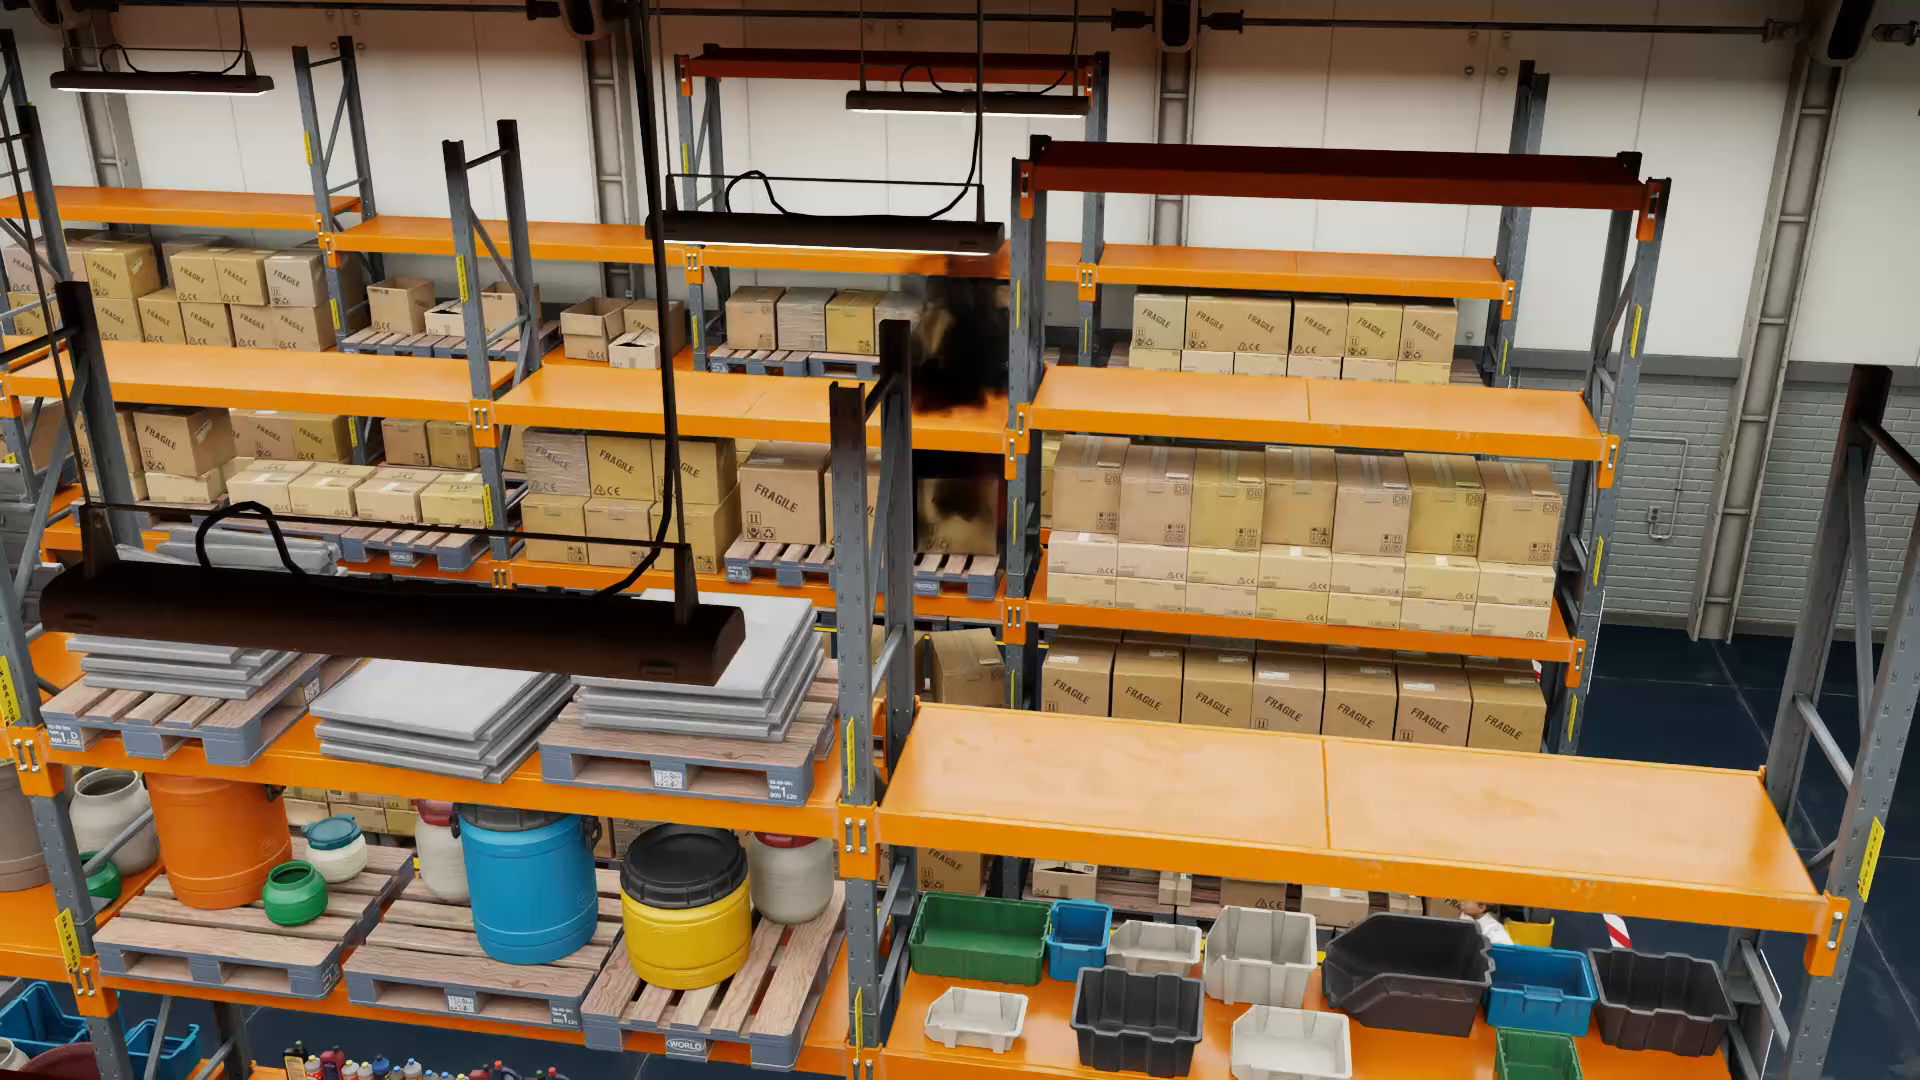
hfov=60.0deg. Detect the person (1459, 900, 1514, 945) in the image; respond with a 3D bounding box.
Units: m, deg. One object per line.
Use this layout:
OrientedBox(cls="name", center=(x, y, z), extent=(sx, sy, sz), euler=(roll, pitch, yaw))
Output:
OrientedBox(cls="person", center=(3.454, 2.980, 11.178), extent=(0.724, 1.577, 0.668), euler=(-5, 24, -11))
